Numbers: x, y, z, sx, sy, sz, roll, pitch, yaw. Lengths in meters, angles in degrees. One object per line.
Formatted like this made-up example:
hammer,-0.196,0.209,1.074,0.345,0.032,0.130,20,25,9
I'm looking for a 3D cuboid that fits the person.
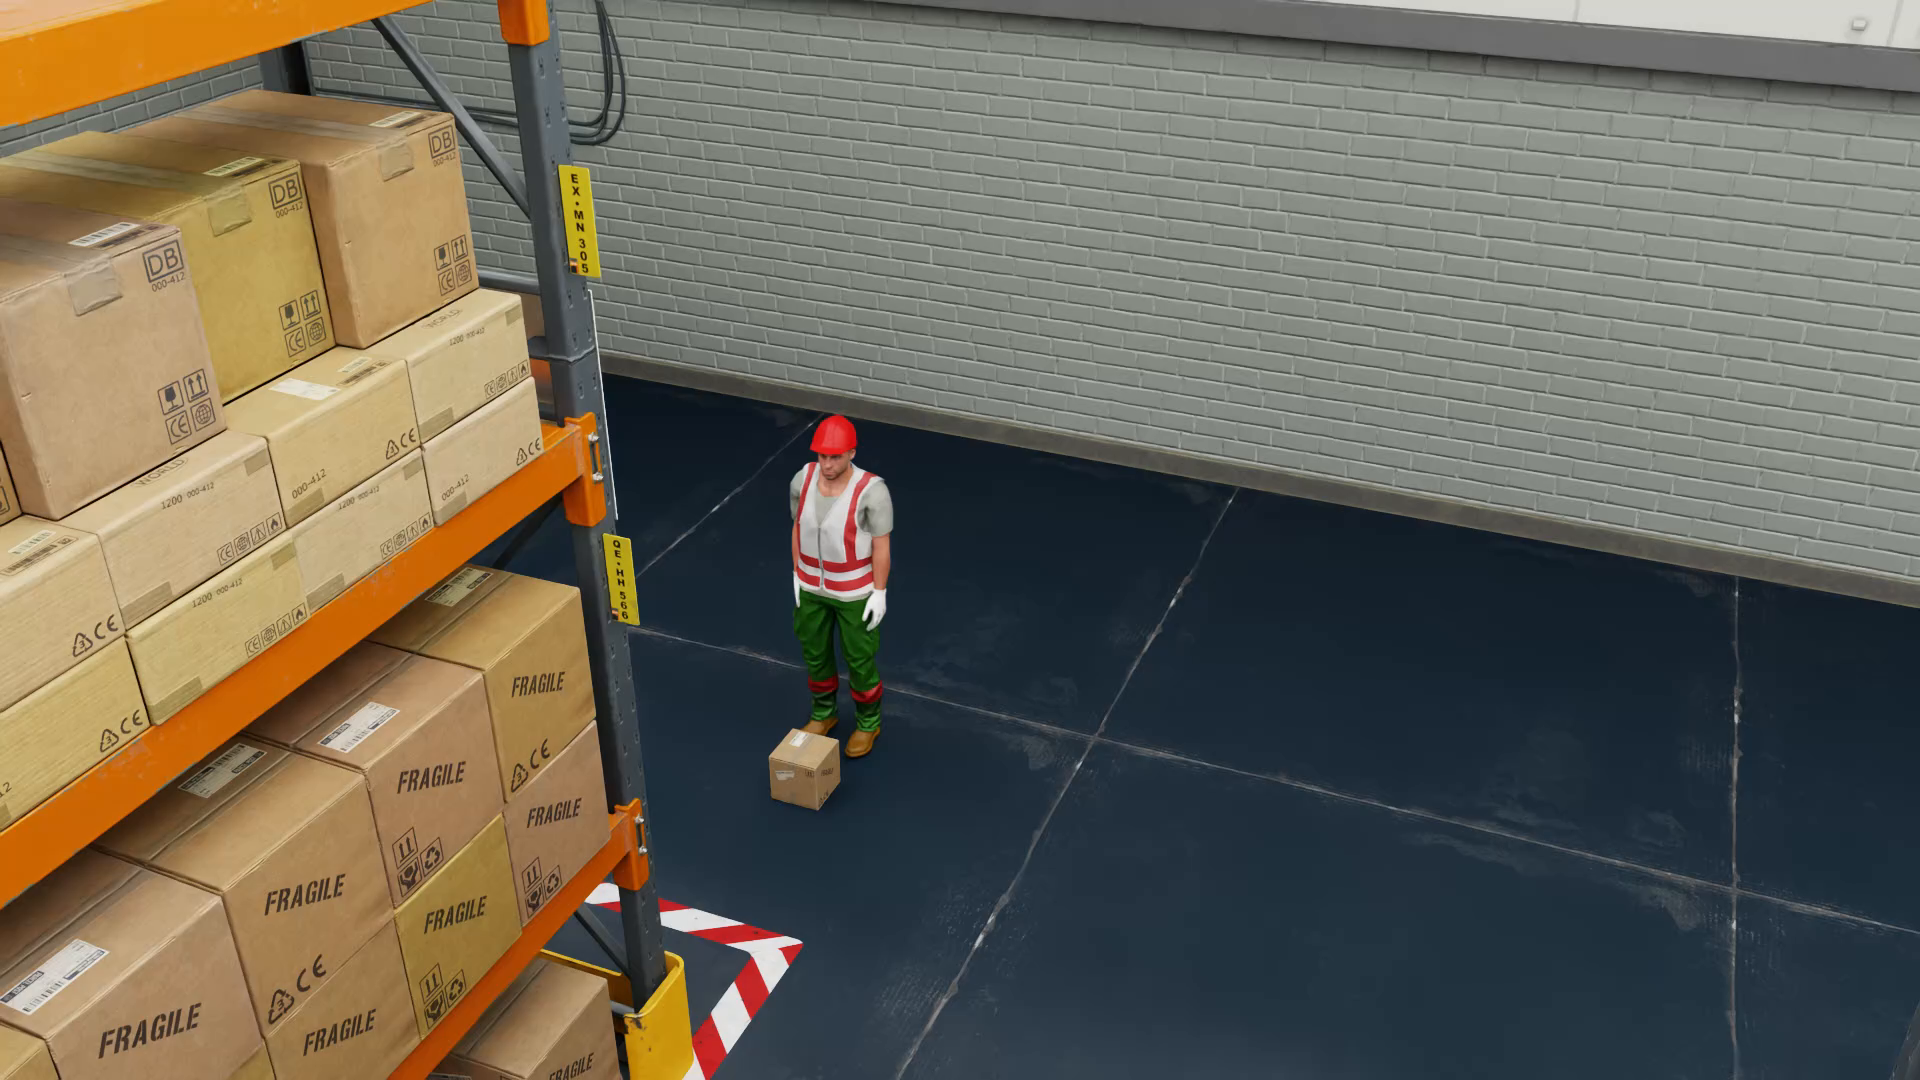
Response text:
person,-0.579,0.226,7.976,0.525,1.785,0.346,12,32,20
